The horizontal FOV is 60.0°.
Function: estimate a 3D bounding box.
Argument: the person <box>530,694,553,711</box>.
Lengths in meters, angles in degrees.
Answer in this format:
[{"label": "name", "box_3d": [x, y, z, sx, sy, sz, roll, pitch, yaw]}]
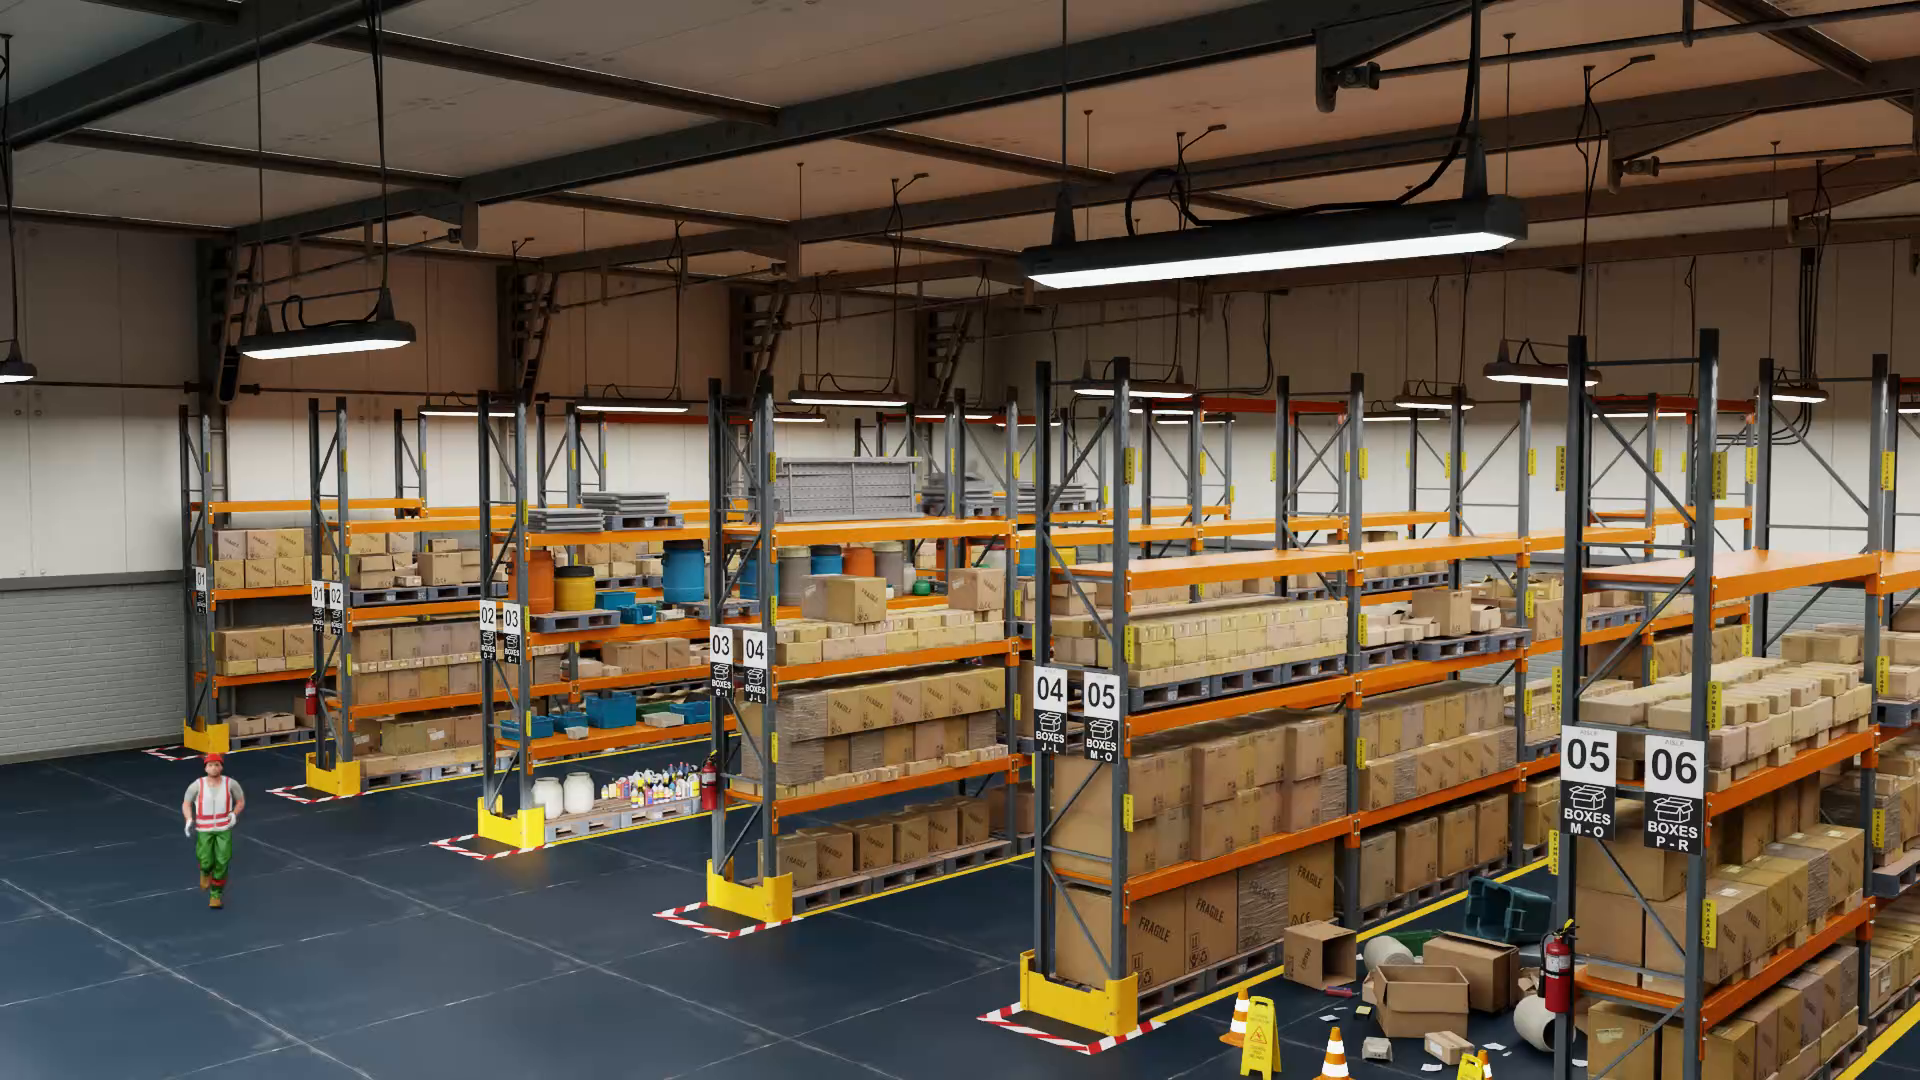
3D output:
[{"label": "person", "box_3d": [-7.519, 2.775, 29.667, 0.582, 1.644, 0.635, 2, 4, 34]}]

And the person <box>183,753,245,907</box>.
[{"label": "person", "box_3d": [-8.503, 3.296, 18.981, 0.655, 1.737, 0.602, -2, 3, -27]}]
